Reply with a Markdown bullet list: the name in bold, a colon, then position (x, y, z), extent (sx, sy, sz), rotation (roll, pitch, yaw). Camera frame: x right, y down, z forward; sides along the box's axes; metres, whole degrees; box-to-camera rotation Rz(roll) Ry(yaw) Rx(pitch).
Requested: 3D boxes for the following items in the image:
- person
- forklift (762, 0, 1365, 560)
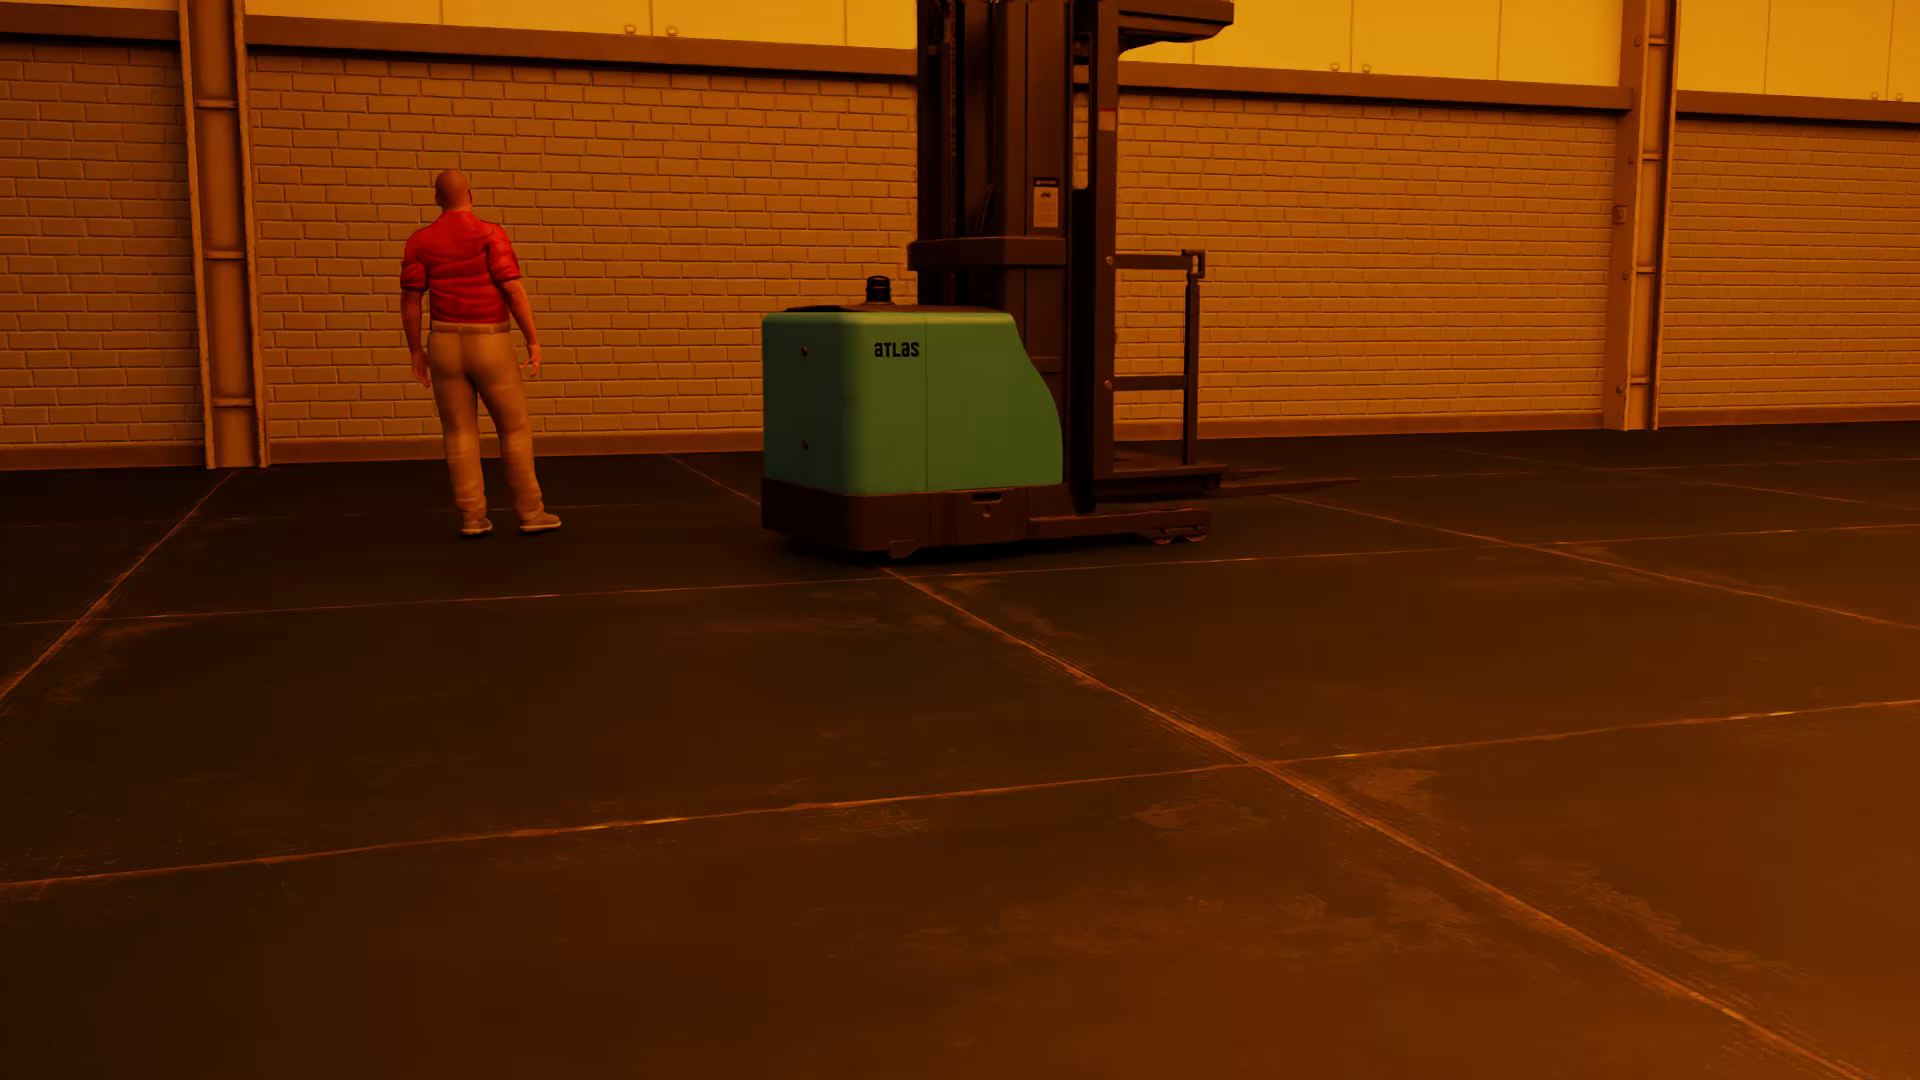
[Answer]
- **person**: position (-2.318, -0.892, 8.013), extent (0.635, 1.726, 0.552), rotation (0, 8, 2)
- **forklift**: position (0.609, -1.486, 7.976), extent (3.031, 2.935, 1.130), rotation (-4, 9, -29)
